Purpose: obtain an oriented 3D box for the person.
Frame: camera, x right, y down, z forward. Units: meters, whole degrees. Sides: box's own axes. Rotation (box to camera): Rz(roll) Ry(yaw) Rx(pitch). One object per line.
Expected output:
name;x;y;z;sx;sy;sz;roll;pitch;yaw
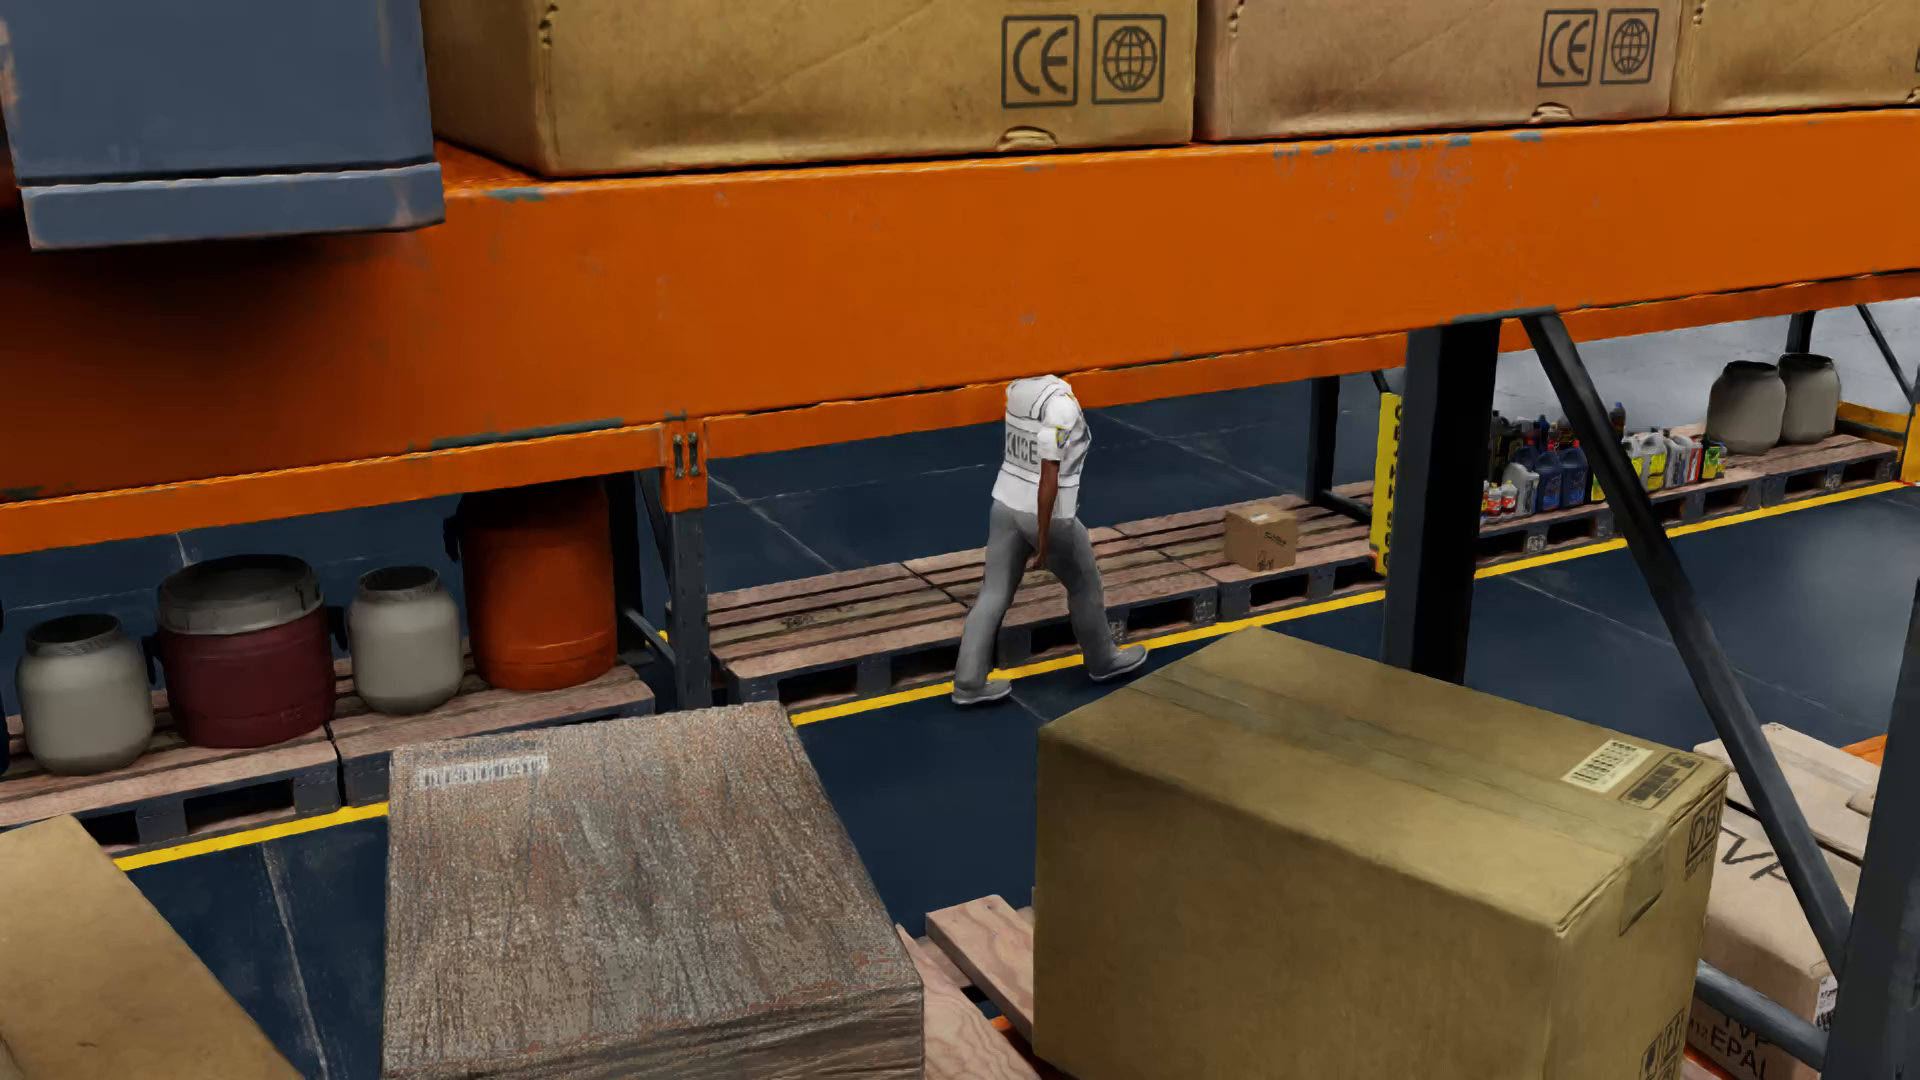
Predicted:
person;0.365;-0.148;6.989;0.941;1.625;0.465;-13;23;-34
